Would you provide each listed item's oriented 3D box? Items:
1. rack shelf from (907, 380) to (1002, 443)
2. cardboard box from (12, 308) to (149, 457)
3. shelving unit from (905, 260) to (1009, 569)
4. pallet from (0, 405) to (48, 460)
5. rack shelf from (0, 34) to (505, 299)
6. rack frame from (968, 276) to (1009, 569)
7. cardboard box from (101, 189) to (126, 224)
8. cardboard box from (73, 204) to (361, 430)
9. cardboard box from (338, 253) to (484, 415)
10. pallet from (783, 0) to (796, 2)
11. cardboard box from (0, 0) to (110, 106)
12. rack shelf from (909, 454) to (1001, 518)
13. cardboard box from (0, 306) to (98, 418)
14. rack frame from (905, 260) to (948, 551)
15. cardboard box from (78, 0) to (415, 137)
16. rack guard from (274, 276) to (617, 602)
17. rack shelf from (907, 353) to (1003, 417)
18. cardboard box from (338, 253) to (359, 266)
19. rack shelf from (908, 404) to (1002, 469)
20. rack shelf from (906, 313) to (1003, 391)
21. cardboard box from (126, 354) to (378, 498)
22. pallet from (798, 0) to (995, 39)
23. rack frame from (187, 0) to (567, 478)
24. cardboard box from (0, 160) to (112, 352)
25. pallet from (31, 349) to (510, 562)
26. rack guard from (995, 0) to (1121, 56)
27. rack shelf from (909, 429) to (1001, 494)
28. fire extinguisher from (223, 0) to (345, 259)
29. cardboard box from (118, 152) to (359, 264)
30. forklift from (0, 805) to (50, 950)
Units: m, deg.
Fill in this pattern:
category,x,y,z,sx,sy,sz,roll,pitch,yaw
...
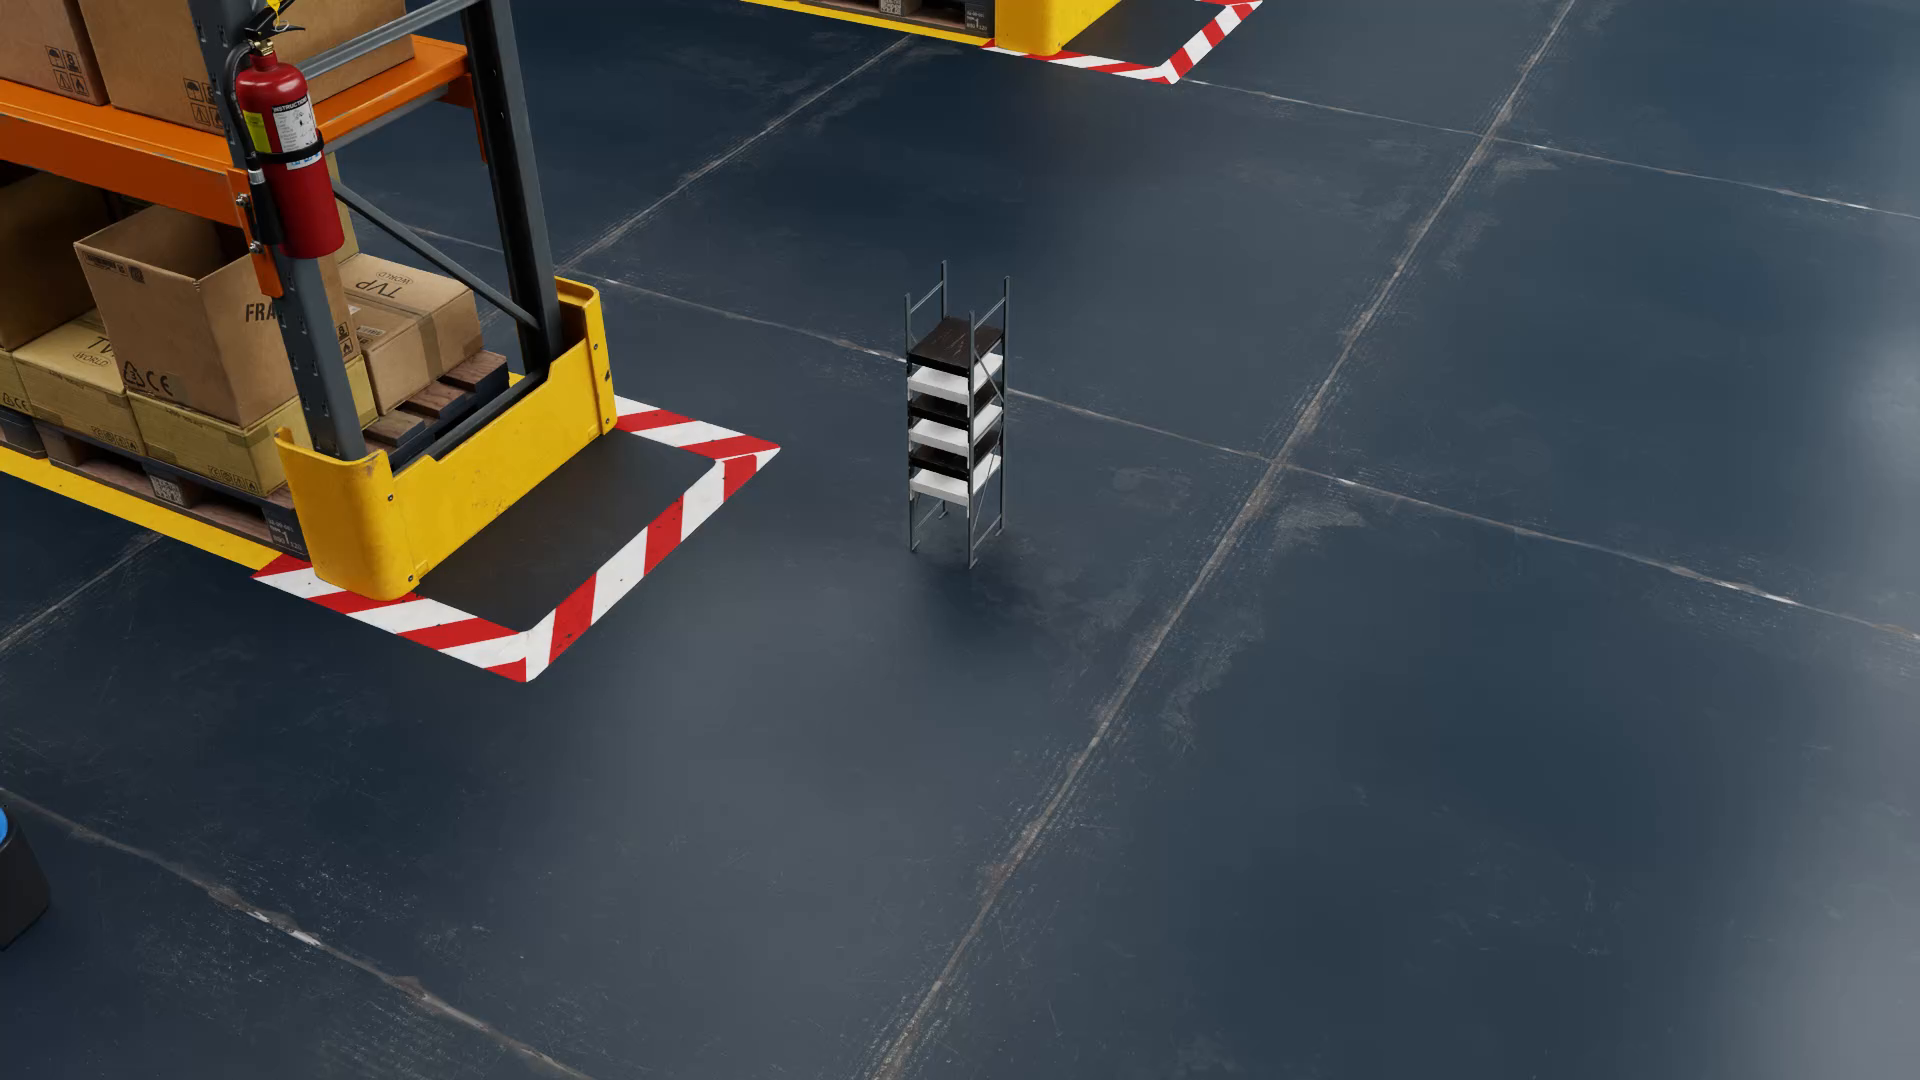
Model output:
category,x,y,z,sx,sy,sz,roll,pitch,yaw
rack shelf,-0.007,-0.406,4.947,0.200,0.077,0.258,17,41,21
cardboard box,-2.675,-0.559,5.432,0.500,0.250,0.500,17,41,21
shelving unit,-0.007,-0.361,4.981,0.210,0.900,0.258,17,41,21
pallet,-3.391,-0.783,6.107,1.213,0.211,1.003,17,41,21
rack shelf,-3.389,-1.633,5.516,4.000,0.370,1.077,17,41,21
rack frame,0.083,-0.332,4.944,0.006,0.900,0.240,17,41,21
cardboard box,-2.882,-1.273,5.753,0.500,0.500,0.500,17,41,21
cardboard box,-2.227,-0.724,5.029,0.500,0.500,0.500,17,41,21
cardboard box,-1.987,-0.704,5.624,0.500,0.250,0.500,17,41,21
pallet,-1.220,-3.476,9.655,1.213,0.211,1.003,17,41,21
cardboard box,-2.491,-1.684,4.905,0.500,0.500,0.700,18,41,23
rack shelf,-0.007,-0.191,5.110,0.200,0.077,0.258,17,41,21
cardboard box,-3.120,-0.697,5.614,0.500,0.250,0.500,17,41,21
rack frame,-0.097,-0.389,5.018,0.006,0.900,0.240,17,41,21
cardboard box,-2.022,-1.540,4.716,0.500,0.500,0.700,17,41,22
rack guard,-1.592,-0.362,5.313,0.348,0.500,1.175,17,41,21
rack shelf,-0.007,-0.478,4.892,0.200,0.077,0.258,17,41,21
cardboard box,-2.433,-0.841,5.805,0.500,0.250,0.500,17,41,21
rack shelf,-0.007,-0.334,5.001,0.200,0.077,0.258,17,41,21
rack shelf,-0.007,-0.549,4.838,0.200,0.077,0.258,17,41,21
cardboard box,-2.226,-0.426,5.258,0.500,0.250,0.500,17,41,21
pallet,-0.140,-3.136,9.207,1.213,0.211,1.003,17,41,21
rack frame,-1.614,-1.364,4.566,0.127,3.000,1.000,17,41,21
cardboard box,-3.121,-0.994,5.385,0.500,0.500,0.500,17,41,21
pallet,-2.312,-0.443,5.659,1.213,0.211,1.003,17,41,21
rack guard,0.579,-3.022,8.818,0.348,0.500,1.175,17,41,21
rack shelf,-0.007,-0.262,5.055,0.200,0.077,0.258,17,41,21
fire extinguisher,-1.722,-1.051,4.217,0.183,0.674,0.296,17,41,21
cardboard box,-2.432,-1.141,5.579,0.500,0.500,0.500,17,41,21
forklift,-3.744,-0.363,3.304,3.031,2.935,1.130,16,40,20
